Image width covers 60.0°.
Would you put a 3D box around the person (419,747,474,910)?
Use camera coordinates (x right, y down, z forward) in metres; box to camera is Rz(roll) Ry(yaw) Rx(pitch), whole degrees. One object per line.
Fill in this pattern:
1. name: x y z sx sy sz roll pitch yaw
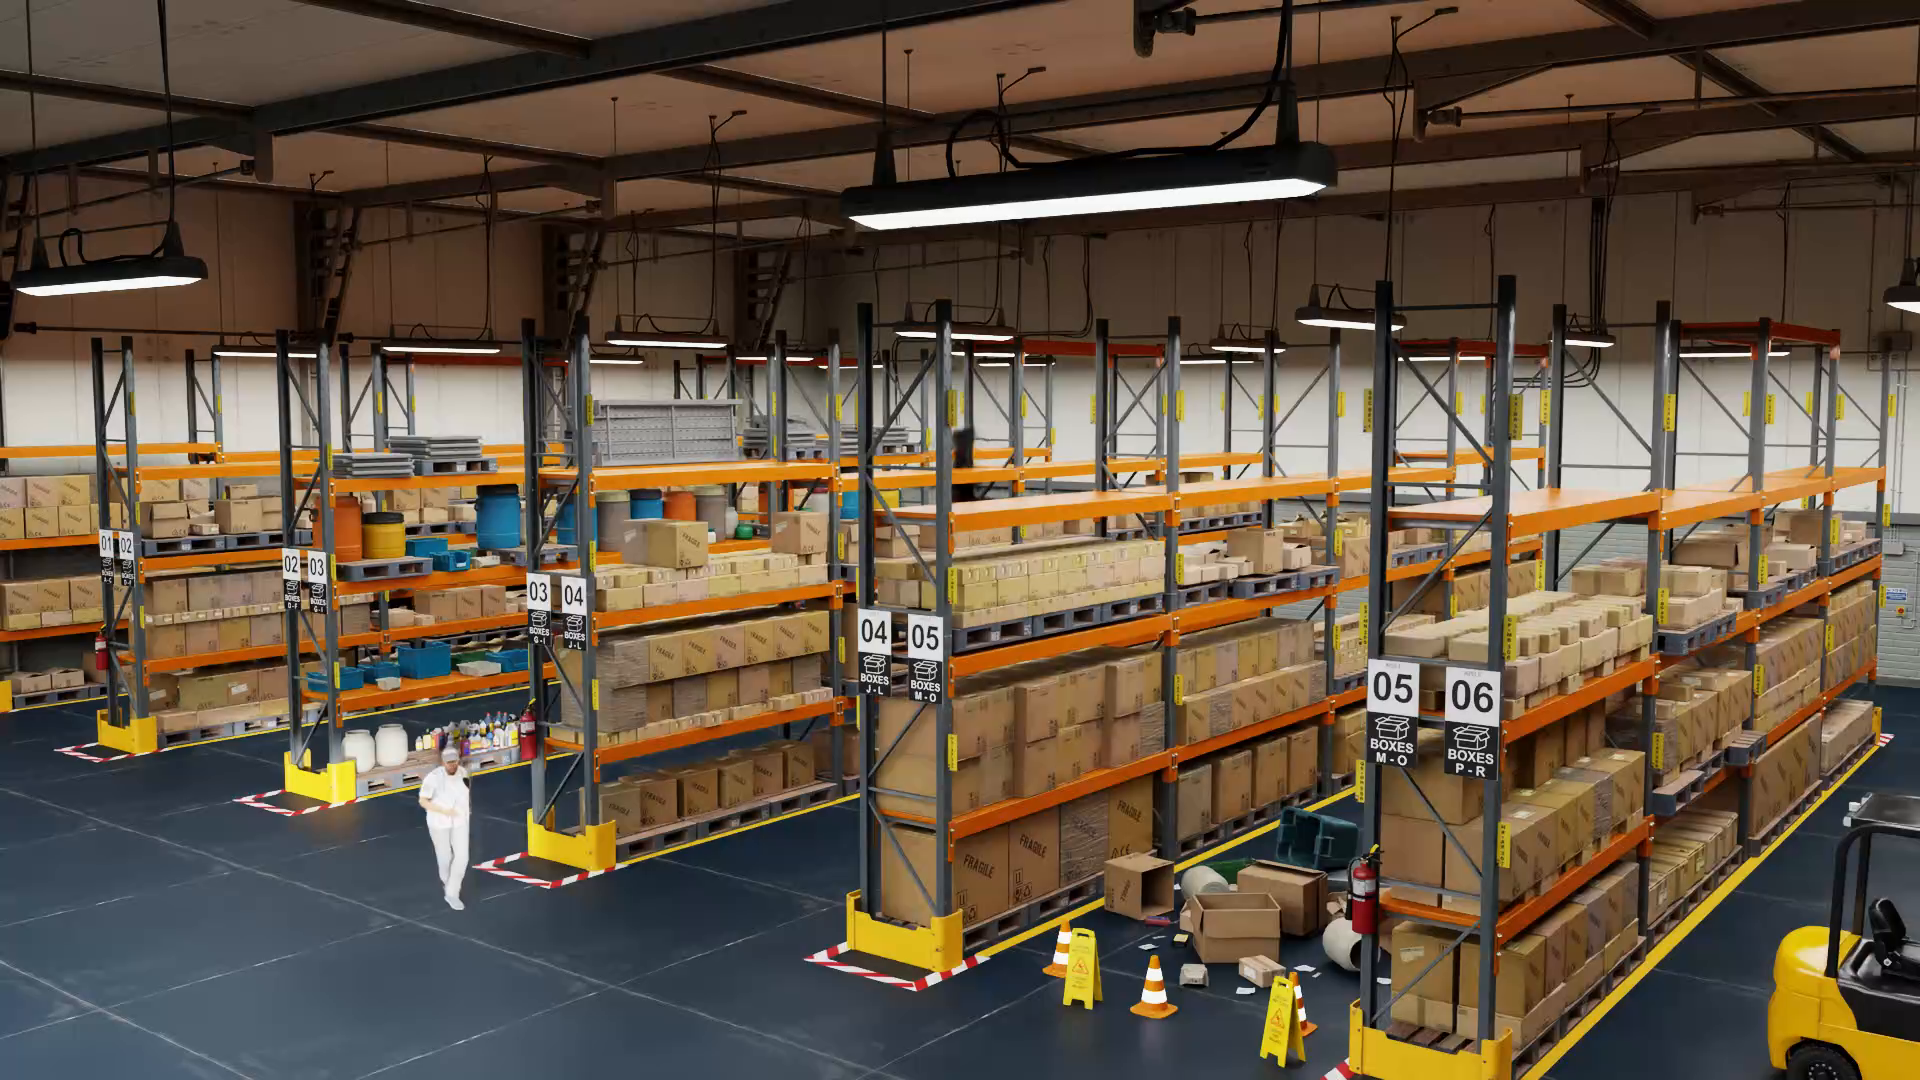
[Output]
1. person: -5.233 2.878 16.918 0.572 1.632 0.789 -3 6 -28
